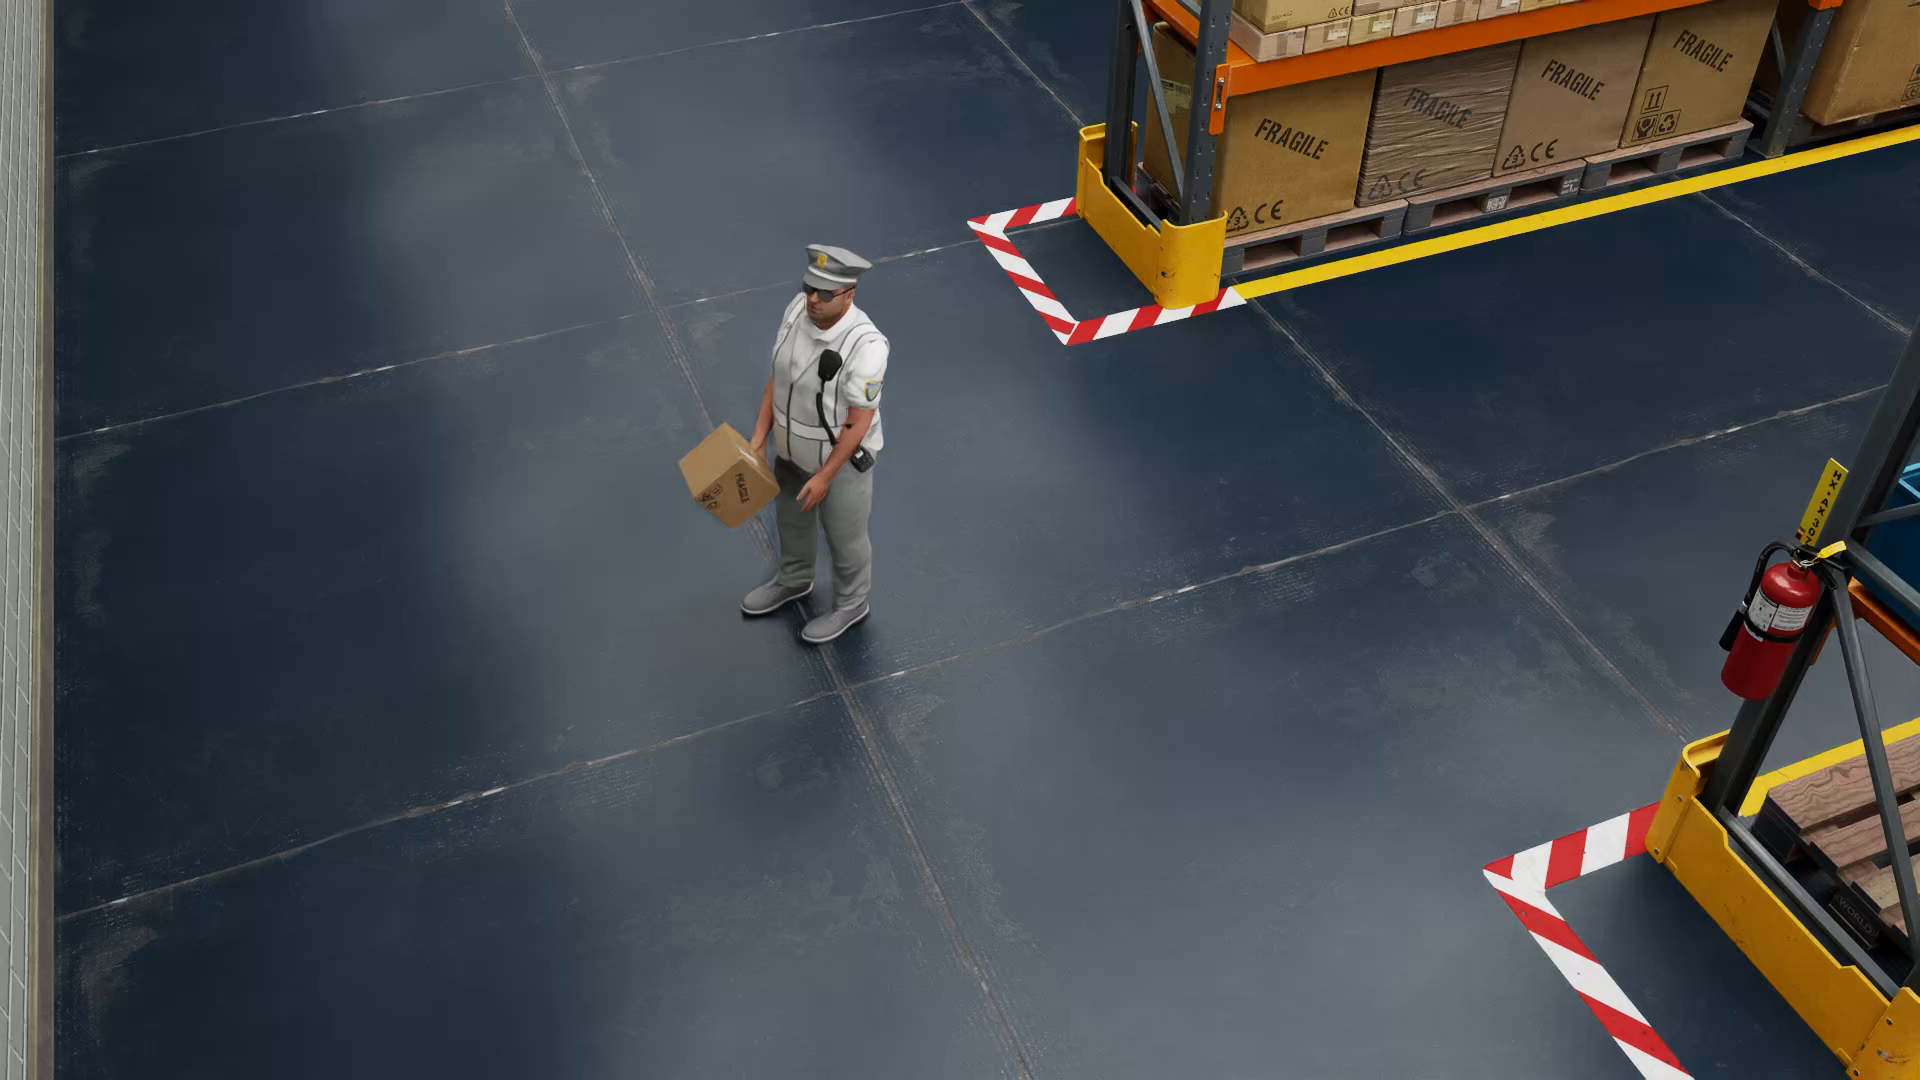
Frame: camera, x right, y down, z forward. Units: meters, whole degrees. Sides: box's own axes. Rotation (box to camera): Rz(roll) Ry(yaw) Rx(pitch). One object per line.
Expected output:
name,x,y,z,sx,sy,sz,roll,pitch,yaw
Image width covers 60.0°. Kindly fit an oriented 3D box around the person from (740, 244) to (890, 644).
person,-0.577,-0.364,6.532,0.591,1.786,0.508,32,50,31
